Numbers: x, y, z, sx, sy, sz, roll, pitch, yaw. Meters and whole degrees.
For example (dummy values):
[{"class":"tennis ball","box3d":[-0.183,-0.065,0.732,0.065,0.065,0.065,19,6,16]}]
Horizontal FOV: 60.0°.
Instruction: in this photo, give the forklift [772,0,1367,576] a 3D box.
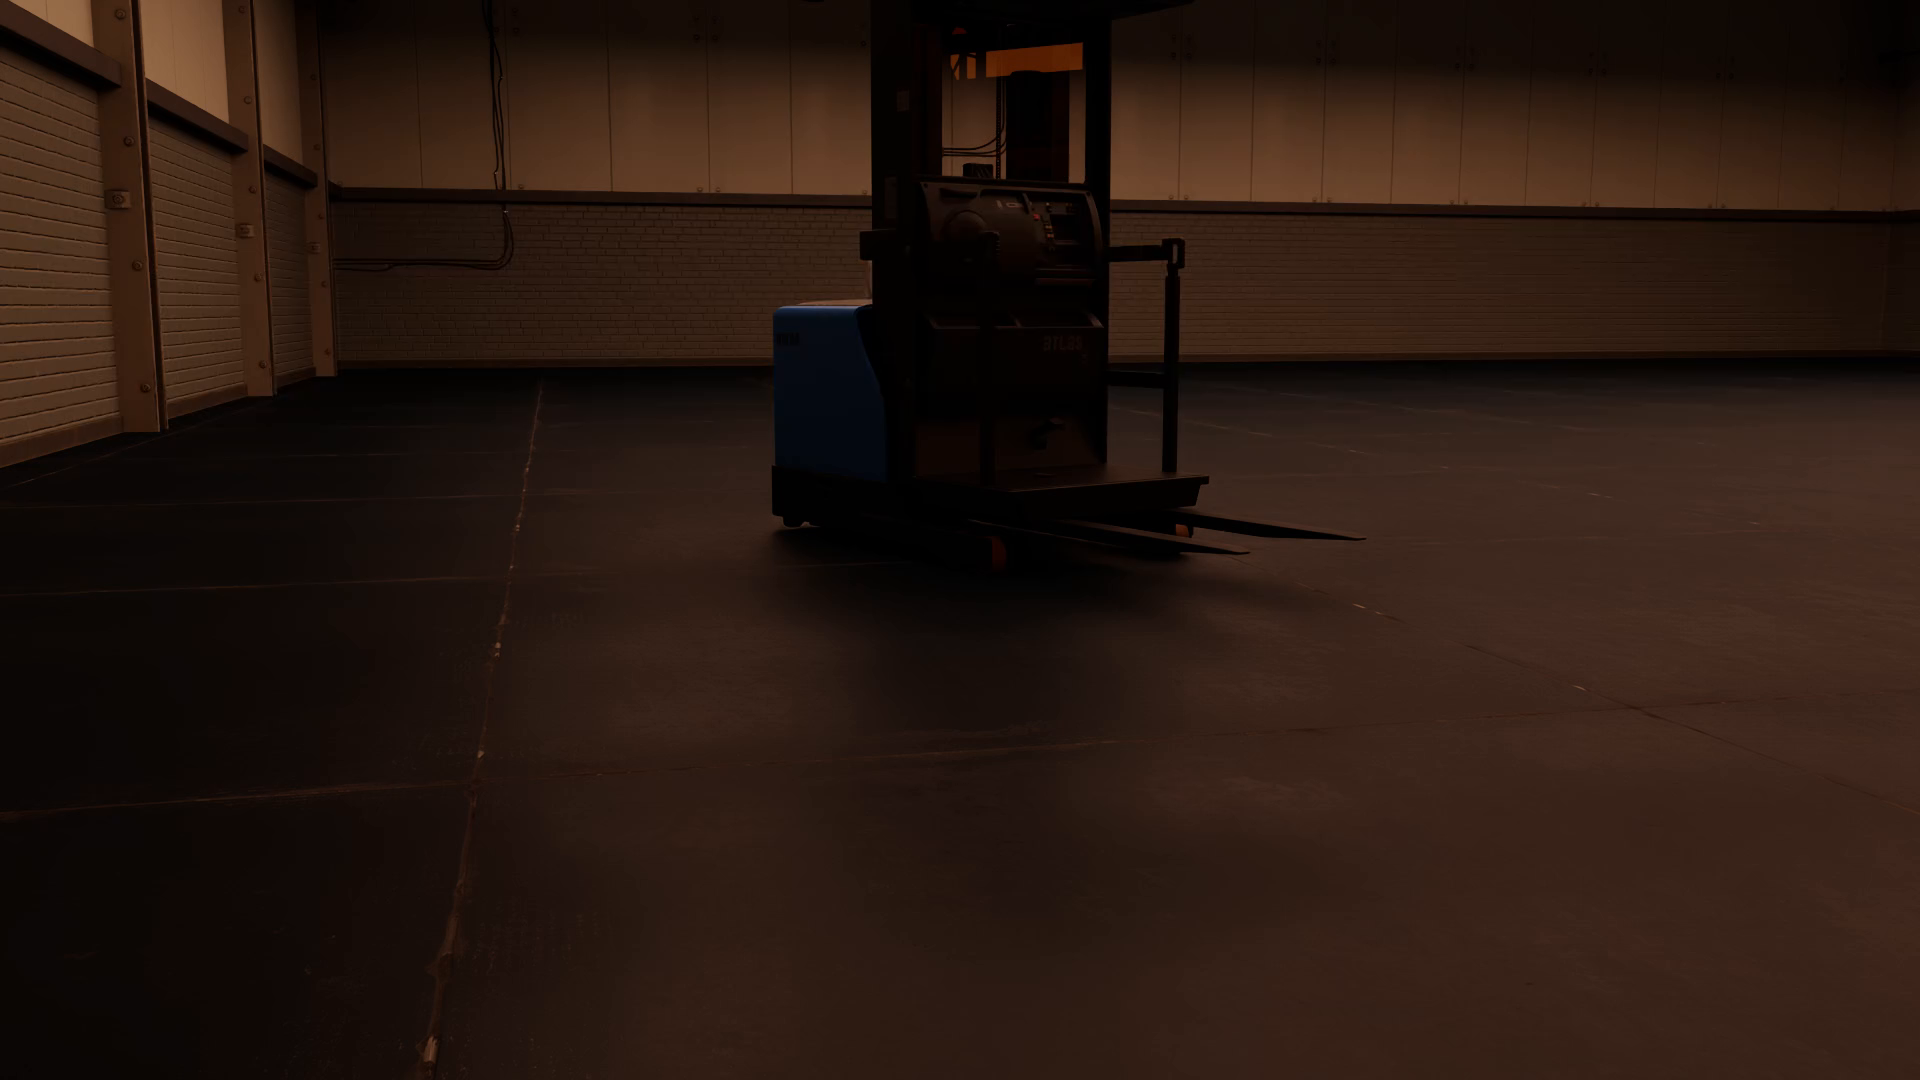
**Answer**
[{"class":"forklift","box3d":[0.355,-1.383,7.015,1.130,2.935,3.031,-6,10,-35]}]

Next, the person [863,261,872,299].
[{"class":"person","box3d":[-0.418,-1.381,11.120,0.632,1.773,0.569,-4,9,-28]}]
